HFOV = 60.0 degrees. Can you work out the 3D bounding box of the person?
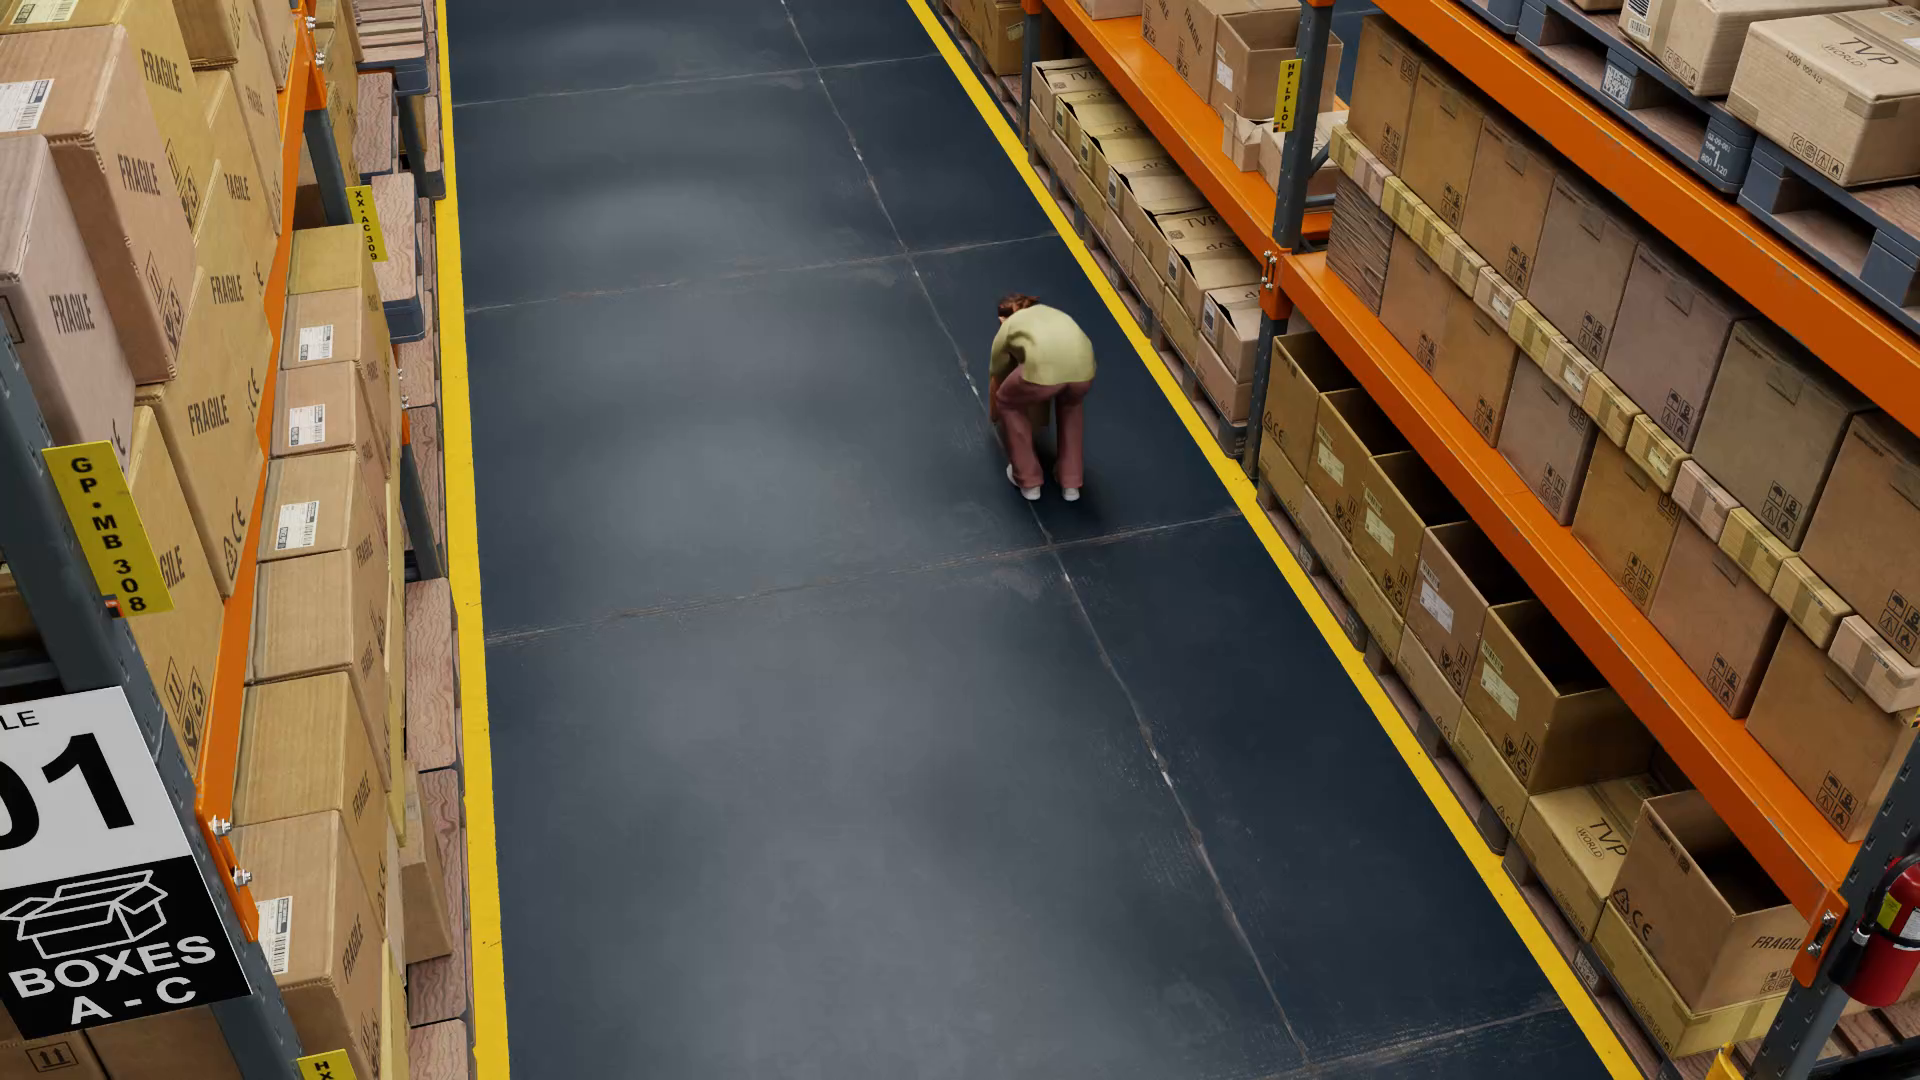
[{"bbox_3d":[0.379,-0.746,8.225,0.442,0.973,0.860,-11,40,-14],"label":"person"}]
